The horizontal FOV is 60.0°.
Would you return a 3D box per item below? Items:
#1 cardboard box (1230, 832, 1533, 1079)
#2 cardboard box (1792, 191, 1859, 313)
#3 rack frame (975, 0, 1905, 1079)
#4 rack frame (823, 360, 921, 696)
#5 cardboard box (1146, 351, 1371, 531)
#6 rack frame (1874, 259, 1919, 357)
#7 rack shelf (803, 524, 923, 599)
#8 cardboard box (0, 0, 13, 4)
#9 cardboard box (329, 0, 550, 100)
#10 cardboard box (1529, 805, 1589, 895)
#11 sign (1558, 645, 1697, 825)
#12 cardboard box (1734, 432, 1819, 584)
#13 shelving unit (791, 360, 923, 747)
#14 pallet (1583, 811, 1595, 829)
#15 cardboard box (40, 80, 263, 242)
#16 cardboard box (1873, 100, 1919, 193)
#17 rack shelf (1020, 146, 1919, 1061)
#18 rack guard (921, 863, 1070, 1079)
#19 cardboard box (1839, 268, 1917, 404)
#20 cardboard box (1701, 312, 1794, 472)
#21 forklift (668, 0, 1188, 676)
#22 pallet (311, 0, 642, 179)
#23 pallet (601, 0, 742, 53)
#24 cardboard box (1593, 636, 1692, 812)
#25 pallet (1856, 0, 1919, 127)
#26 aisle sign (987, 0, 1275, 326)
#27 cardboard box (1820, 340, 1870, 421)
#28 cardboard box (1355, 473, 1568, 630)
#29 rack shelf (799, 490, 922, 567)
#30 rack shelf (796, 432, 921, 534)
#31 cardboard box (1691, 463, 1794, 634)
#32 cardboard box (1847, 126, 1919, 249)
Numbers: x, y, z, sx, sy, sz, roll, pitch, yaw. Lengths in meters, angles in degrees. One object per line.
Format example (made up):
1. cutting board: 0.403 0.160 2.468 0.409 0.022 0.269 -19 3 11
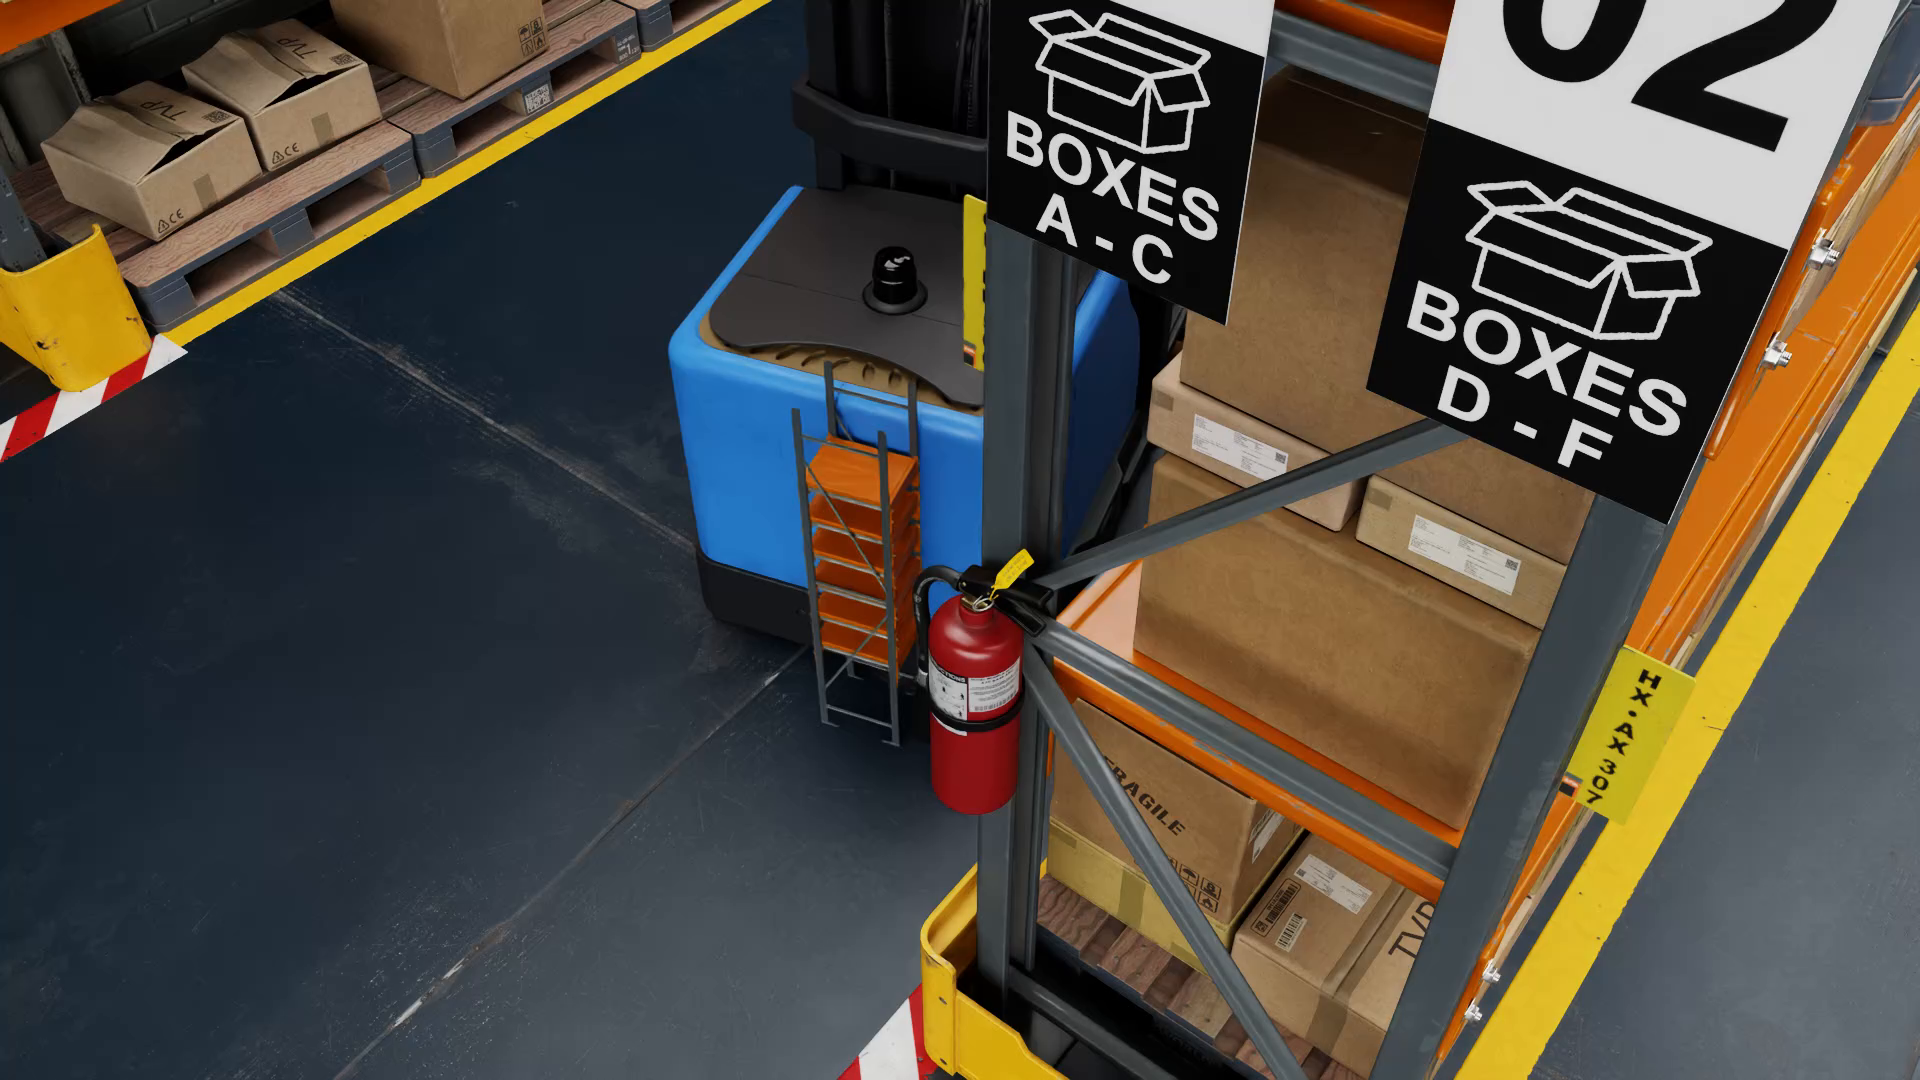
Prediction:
1. cardboard box: 0.972 0.944 3.885 0.500 0.250 0.500 29 53 25
2. cardboard box: 1.508 -0.631 3.261 0.380 0.149 0.250 28 52 24
3. rack frame: 0.468 0.348 2.843 1.000 3.000 0.127 29 53 25
4. rack frame: -0.216 0.014 4.407 0.240 1.200 0.006 16 48 14
5. cardboard box: 0.550 -0.213 2.862 0.380 0.149 0.250 28 53 24
6. rack frame: 2.913 -1.941 5.029 1.000 3.000 0.127 29 53 25
7. rack shelf: -0.249 0.023 4.294 0.258 0.103 0.180 16 48 14
8. cardboard box: -2.905 -1.934 5.113 0.500 0.250 0.500 28 52 24
9. cardboard box: -2.124 -2.208 6.709 0.700 0.500 0.500 26 52 23
10. cardboard box: 1.276 0.398 3.888 0.500 0.500 0.500 29 53 25
11. sign: 0.903 0.271 2.264 0.100 0.325 0.005 29 53 25
12. cardboard box: 2.195 -0.200 4.977 0.500 0.250 0.500 29 53 25
13. shelving unit: -0.249 0.075 4.348 0.258 1.200 0.189 16 48 14
14. pallet: 1.648 0.160 4.951 1.003 0.211 1.213 29 53 25
15. cardboard box: -2.960 -1.419 6.086 0.500 0.311 0.500 24 51 21
16. cardboard box: 1.818 -0.919 3.536 0.380 0.149 0.250 30 53 25
17. rack shelf: 1.690 -0.548 4.196 1.077 0.370 4.000 29 53 25
18. rack guard: 0.453 1.225 3.734 1.175 0.500 0.348 29 53 25
19. cardboard box: 2.803 -0.774 5.526 0.500 0.250 0.500 29 53 25
20. cardboard box: 1.389 -0.532 3.615 0.700 0.500 0.500 30 53 25
21. forklift: 0.234 -1.639 4.789 1.130 2.935 3.031 16 48 14
22. pallet: -2.137 -2.064 7.076 1.003 0.211 1.213 29 53 25
23. pallet: -1.392 -2.765 7.746 1.003 0.211 1.213 29 53 25
24. cardboard box: 1.580 0.371 4.433 0.500 0.250 0.500 29 53 25
25. pallet: 0.920 -1.051 2.166 1.003 0.211 1.213 29 53 25
26. aisle sign: 0.195 -0.642 1.991 0.394 0.787 0.004 29 53 25
27. cardboard box: 2.488 -0.752 4.987 0.500 0.500 0.500 29 53 25
28. cardboard box: 0.878 -0.040 2.696 0.380 0.149 0.250 29 53 25
29. rack shelf: -0.249 -0.060 4.207 0.258 0.103 0.180 16 48 14
30. rack shelf: -0.249 -0.143 4.120 0.258 0.103 0.180 16 48 14
31. cardboard box: 1.891 -0.172 4.432 0.500 0.500 0.500 29 53 25
32. cardboard box: 2.020 -1.129 4.184 0.700 0.500 0.500 30 53 26
